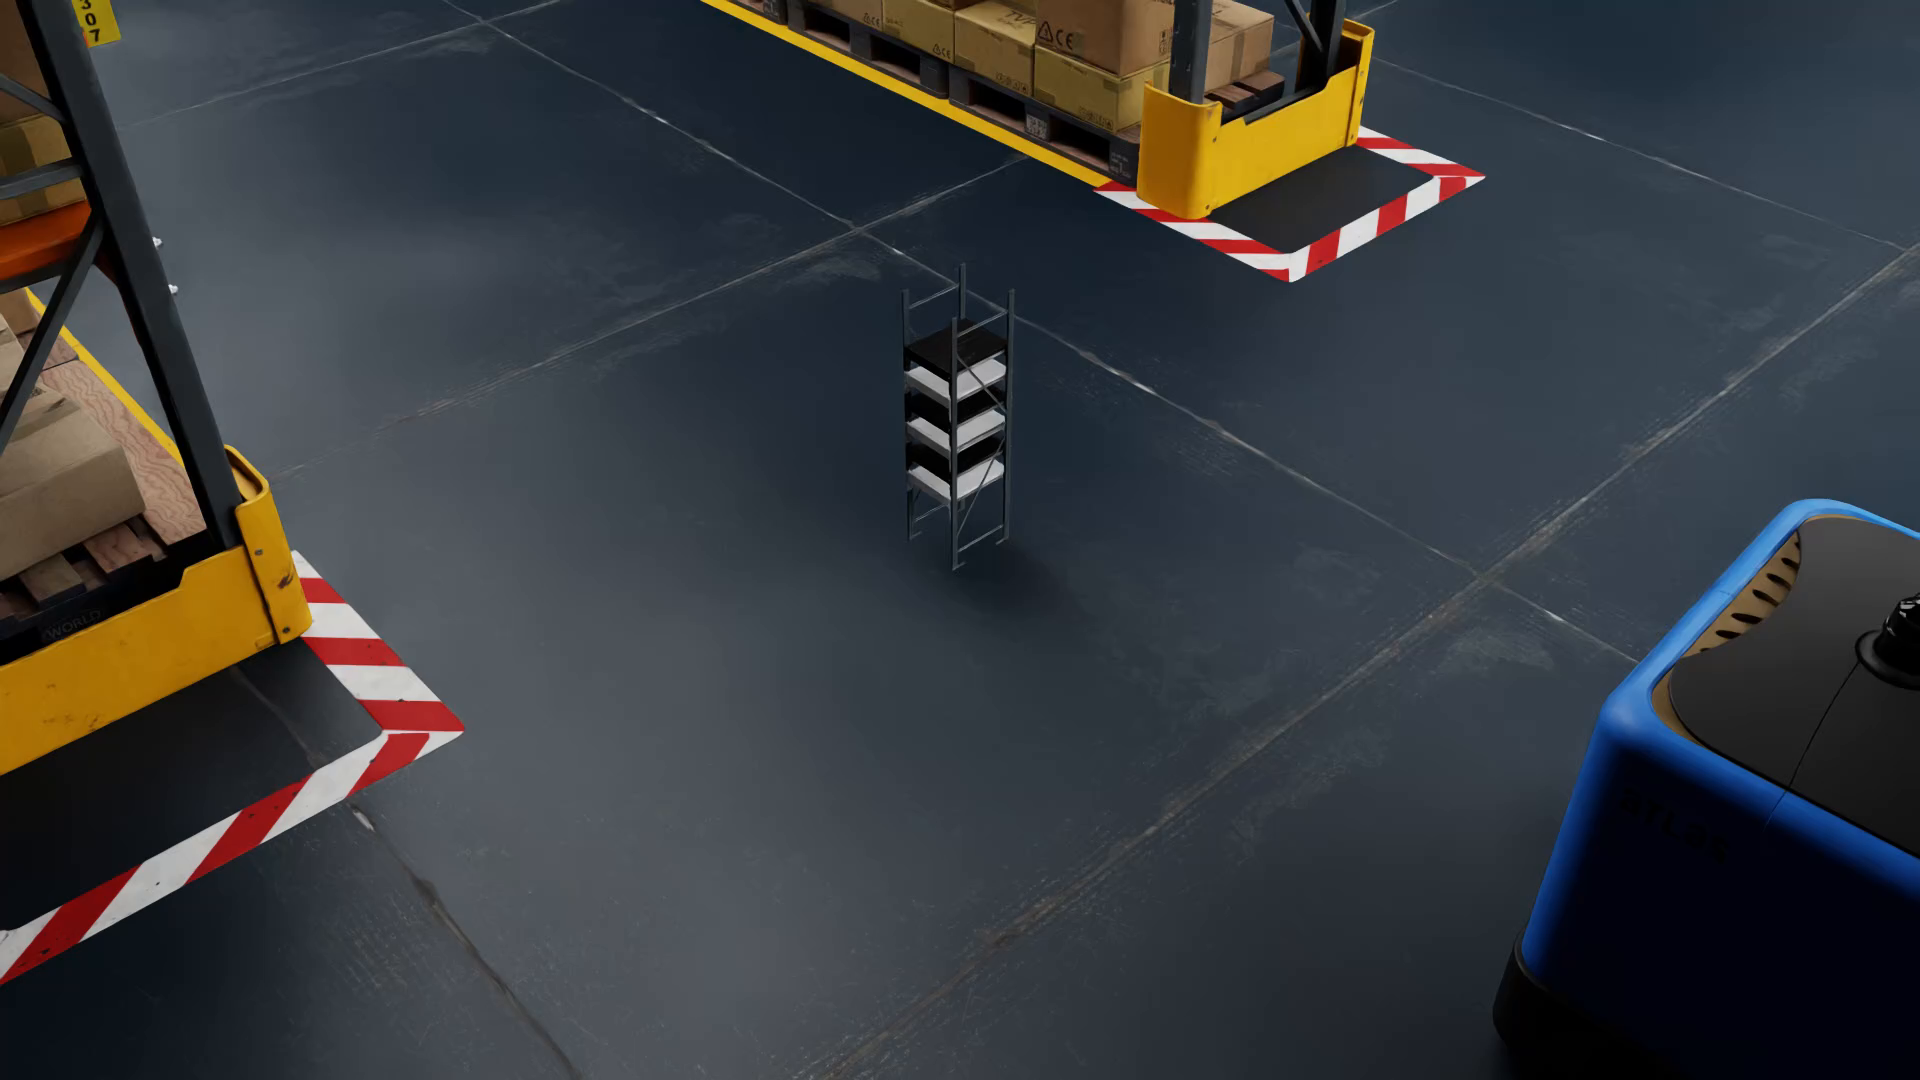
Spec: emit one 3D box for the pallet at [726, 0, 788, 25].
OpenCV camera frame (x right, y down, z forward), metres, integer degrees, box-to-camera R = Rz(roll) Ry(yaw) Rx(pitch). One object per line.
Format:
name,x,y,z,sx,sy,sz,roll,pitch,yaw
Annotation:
pallet,-0.946,-3.196,9.039,1.003,0.211,1.213,-30,48,-32

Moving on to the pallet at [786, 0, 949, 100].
pallet,-0.117,-2.631,8.340,1.003,0.211,1.213,-30,48,-32

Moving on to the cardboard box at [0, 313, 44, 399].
cardboard box,-3.181,-0.456,5.217,0.500,0.311,0.500,-26,46,-28

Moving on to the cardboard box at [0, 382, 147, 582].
cardboard box,-2.796,-0.192,4.890,0.500,0.311,0.500,29,47,31

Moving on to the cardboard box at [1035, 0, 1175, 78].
cardboard box,0.670,-2.323,6.996,0.500,0.500,0.500,-30,48,-32

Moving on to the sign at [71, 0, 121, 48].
sign,-1.995,-1.276,3.754,0.100,0.325,0.005,-30,48,-32

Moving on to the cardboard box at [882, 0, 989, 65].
cardboard box,-0.015,-2.489,7.798,0.500,0.250,0.500,-30,48,-32

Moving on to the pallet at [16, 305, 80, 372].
pallet,-3.790,-0.614,5.843,1.003,0.211,1.213,-30,48,-32

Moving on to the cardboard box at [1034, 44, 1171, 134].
cardboard box,0.672,-2.032,7.232,0.500,0.250,0.500,-30,48,-32

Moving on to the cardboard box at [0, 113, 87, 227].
cardboard box,-2.490,-1.019,4.228,0.500,0.250,0.500,-31,48,-33

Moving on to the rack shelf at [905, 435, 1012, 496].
rack shelf,-0.005,-0.258,5.049,0.258,0.077,0.200,-30,48,-32

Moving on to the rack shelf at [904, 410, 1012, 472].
rack shelf,-0.005,-0.328,4.993,0.258,0.077,0.200,-30,48,-32

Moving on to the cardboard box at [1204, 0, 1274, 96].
cardboard box,1.053,-2.252,7.505,0.500,0.250,0.500,-30,48,-32

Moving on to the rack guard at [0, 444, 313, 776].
rack guard,-2.445,0.229,4.569,1.175,0.500,0.348,-30,48,-32

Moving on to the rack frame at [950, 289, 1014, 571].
rack frame,0.063,-0.307,4.914,0.240,0.900,0.006,-30,48,-32

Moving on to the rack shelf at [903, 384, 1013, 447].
rack shelf,-0.005,-0.398,4.936,0.258,0.077,0.200,-30,48,-32

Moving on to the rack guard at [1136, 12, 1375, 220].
rack guard,1.269,-1.832,7.120,1.175,0.500,0.348,-30,48,-32

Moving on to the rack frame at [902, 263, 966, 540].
rack frame,-0.074,-0.401,5.030,0.240,0.900,0.006,-30,48,-32

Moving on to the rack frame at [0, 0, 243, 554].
rack frame,-2.394,-0.709,3.740,1.000,3.000,0.127,-30,48,-32

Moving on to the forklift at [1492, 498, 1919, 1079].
forklift,2.624,0.436,2.377,3.031,2.935,1.130,31,48,33

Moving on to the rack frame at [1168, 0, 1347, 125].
rack frame,1.252,-2.815,6.349,1.000,3.000,0.127,-30,48,-32

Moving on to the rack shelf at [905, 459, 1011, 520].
rack shelf,-0.005,-0.188,5.106,0.258,0.077,0.200,-30,48,-32

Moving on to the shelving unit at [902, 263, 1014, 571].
shelving unit,-0.005,-0.354,4.972,0.258,0.900,0.210,-30,48,-32

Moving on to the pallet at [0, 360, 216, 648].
pallet,-2.969,-0.050,5.144,1.003,0.211,1.213,-30,48,-32

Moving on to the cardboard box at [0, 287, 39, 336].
cardboard box,-3.641,-0.890,5.604,0.500,0.500,0.700,31,48,33

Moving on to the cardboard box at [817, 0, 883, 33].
cardboard box,-0.351,-2.721,8.086,0.500,0.250,0.500,-30,48,-32

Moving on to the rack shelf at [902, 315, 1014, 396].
rack shelf,-0.005,-0.538,4.823,0.258,0.077,0.200,-30,48,-32

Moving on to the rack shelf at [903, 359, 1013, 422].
rack shelf,-0.005,-0.468,4.880,0.258,0.077,0.200,-30,48,-32

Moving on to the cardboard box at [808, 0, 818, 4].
cardboard box,-0.694,-2.950,8.369,0.500,0.250,0.500,-30,48,-32

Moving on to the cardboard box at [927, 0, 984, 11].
cardboard box,-0.017,-2.779,7.561,0.500,0.500,0.500,-30,48,-32

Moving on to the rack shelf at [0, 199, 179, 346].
rack shelf,-3.747,-1.354,5.112,1.077,0.370,4.000,-30,48,-32

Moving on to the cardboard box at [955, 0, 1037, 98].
cardboard box,0.325,-2.258,7.513,0.500,0.250,0.500,-30,48,-32

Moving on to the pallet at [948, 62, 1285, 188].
pallet,0.704,-2.067,7.641,1.003,0.211,1.213,-30,48,-32

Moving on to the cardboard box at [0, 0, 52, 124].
cardboard box,-2.496,-1.298,3.977,0.500,0.500,0.500,-30,48,-32
